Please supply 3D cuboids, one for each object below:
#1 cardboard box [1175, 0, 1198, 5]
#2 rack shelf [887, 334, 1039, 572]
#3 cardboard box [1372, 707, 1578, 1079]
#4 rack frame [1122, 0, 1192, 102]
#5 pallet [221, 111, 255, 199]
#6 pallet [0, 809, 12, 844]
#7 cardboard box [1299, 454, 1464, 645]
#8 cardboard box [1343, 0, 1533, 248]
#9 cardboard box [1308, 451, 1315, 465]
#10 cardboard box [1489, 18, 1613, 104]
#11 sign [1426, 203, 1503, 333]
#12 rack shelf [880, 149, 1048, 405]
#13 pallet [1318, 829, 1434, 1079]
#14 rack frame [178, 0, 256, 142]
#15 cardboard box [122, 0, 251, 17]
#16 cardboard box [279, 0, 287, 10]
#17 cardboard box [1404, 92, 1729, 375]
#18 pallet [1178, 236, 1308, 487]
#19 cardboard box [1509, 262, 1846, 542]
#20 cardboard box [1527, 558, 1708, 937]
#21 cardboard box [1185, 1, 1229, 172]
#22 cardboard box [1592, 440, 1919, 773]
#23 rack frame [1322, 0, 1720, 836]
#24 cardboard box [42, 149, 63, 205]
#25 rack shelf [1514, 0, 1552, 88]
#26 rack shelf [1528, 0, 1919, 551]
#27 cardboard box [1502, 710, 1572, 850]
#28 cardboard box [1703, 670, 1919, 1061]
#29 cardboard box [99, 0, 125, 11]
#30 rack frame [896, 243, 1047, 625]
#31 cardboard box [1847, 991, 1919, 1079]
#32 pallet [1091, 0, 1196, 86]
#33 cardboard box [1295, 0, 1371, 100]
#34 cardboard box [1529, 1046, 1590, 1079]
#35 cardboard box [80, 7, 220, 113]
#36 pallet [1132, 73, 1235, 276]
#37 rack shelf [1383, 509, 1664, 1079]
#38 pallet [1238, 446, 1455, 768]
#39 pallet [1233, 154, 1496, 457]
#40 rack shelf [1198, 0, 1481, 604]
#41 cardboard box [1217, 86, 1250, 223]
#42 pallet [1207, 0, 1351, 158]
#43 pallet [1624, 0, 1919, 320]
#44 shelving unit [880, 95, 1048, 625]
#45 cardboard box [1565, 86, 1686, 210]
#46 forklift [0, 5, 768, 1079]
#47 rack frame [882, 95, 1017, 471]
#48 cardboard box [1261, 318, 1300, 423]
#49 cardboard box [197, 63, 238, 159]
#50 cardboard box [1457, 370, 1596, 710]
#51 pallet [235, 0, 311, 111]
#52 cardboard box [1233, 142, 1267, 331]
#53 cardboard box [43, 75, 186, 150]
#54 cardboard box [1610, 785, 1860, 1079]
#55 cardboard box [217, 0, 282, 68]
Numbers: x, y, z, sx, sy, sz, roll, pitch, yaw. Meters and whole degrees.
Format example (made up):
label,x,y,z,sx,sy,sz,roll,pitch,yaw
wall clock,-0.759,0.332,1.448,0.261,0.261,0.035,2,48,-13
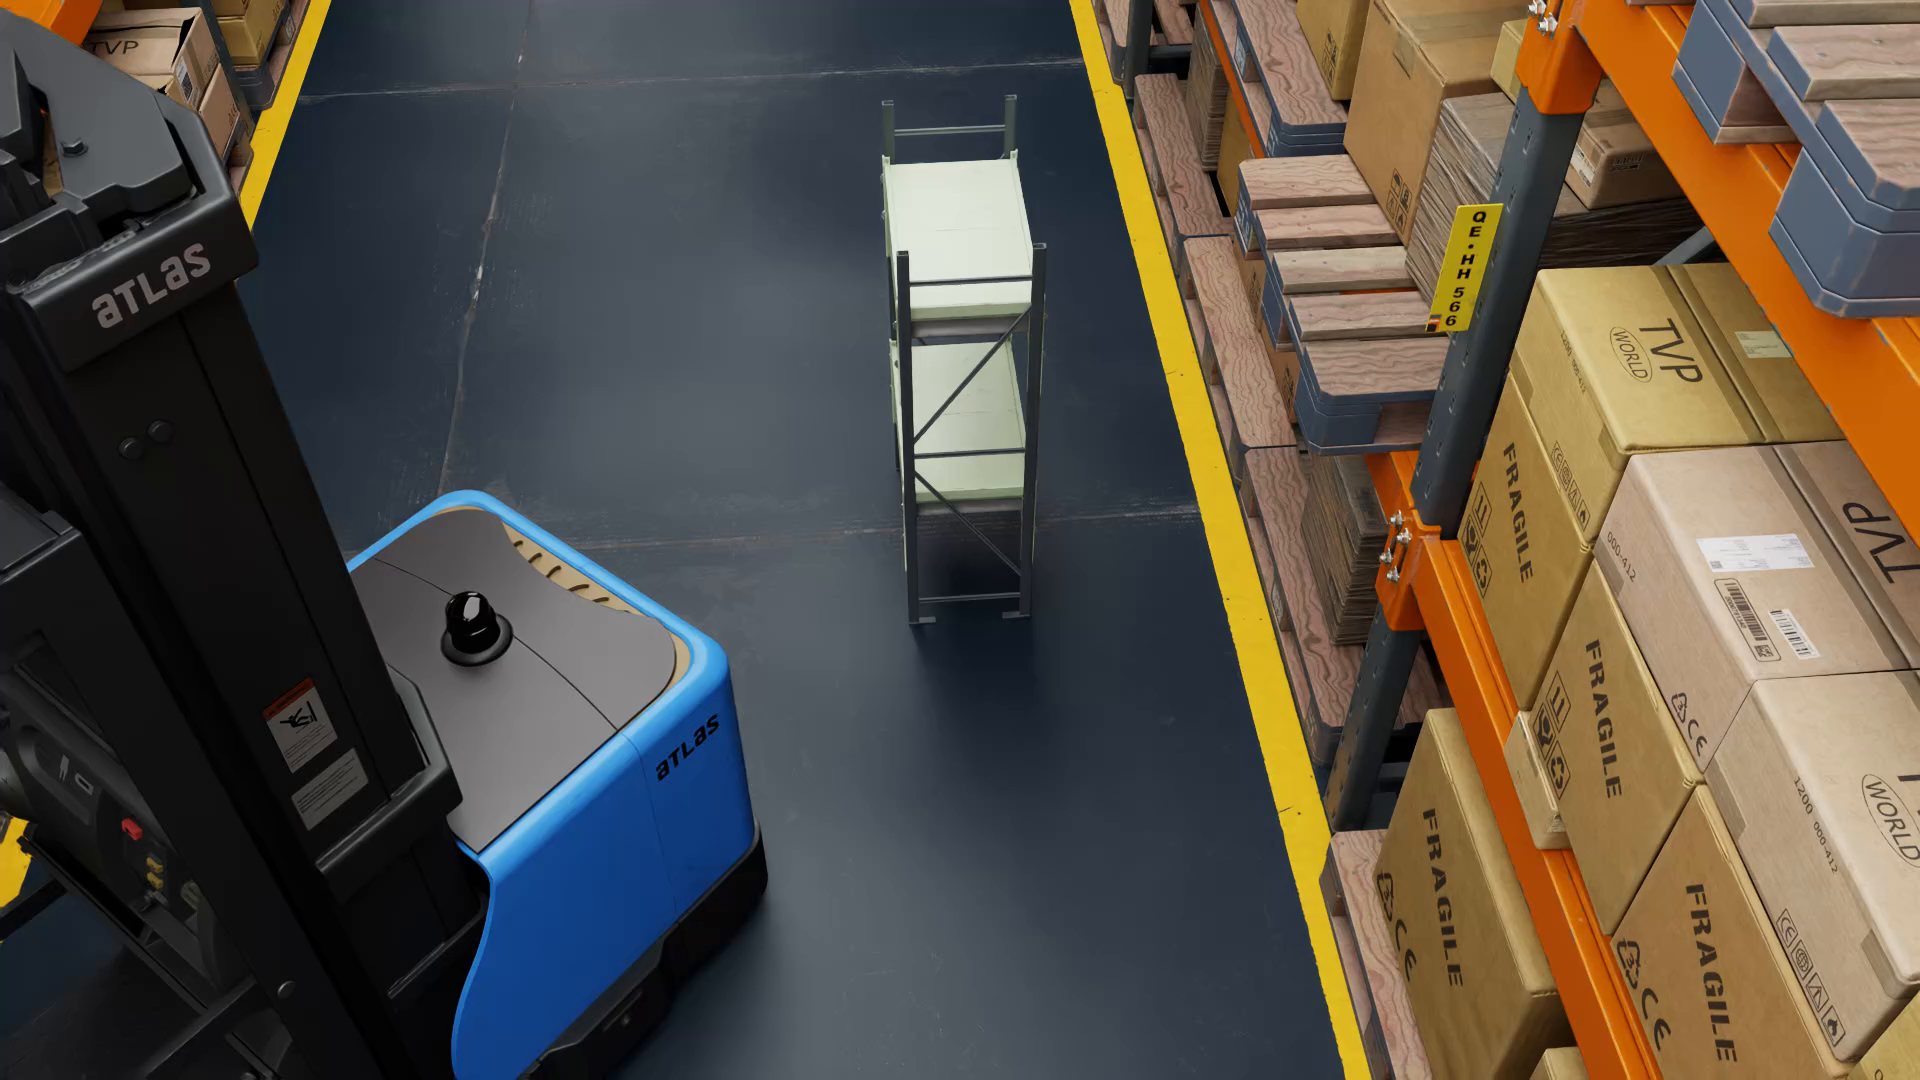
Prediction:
label,x,y,z,sx,sy,sz,roll,pitch,yaw
cardboard box,1.185,-2.689,7.879,0.380,0.166,0.250,-9,47,-8
rack shelf,-0.001,-0.296,5.447,0.431,0.370,0.720,-3,47,-3
cardboard box,1.526,0.902,4.021,0.750,0.750,0.750,-4,47,-4
rack frame,1.260,-3.127,6.646,1.000,3.000,0.127,-3,47,-3
pallet,-3.576,-1.334,6.868,1.003,0.211,1.213,-3,47,-3
pallet,-3.371,0.432,5.196,1.003,0.211,1.213,-3,47,-3
cardboard box,1.482,-0.042,5.143,0.700,0.500,0.500,-3,47,-3
cardboard box,1.472,-1.161,4.412,0.700,0.500,0.500,-7,47,-7
cardboard box,1.555,-0.422,5.503,0.700,0.500,0.500,-4,47,-3
cardboard box,1.494,-1.121,3.927,0.380,0.149,0.250,-11,47,-10
sign,1.055,-0.564,3.475,0.100,0.325,0.005,-3,47,-3
rack shelf,-0.001,-0.789,4.927,0.431,0.370,0.720,-3,47,-3
pallet,1.586,1.301,4.373,1.003,0.211,1.213,-3,47,-3
rack frame,-3.676,-2.823,6.358,1.000,3.000,0.127,-3,47,-3
cardboard box,-3.403,-2.635,7.267,0.500,0.500,0.500,-3,47,-3
cardboard box,-3.450,-2.738,7.882,0.500,0.250,0.500,-3,47,-3
cardboard box,1.545,-0.758,4.030,0.700,0.500,0.500,-8,47,-8
pallet,1.432,-0.720,6.287,1.003,0.211,1.213,-3,47,-3
cardboard box,1.378,-0.269,3.135,0.500,0.250,0.500,-2,47,-2
cardboard box,1.415,0.370,3.046,0.500,0.500,0.500,-2,47,-2
cardboard box,1.338,-1.887,6.890,0.700,0.500,0.500,-2,47,-2
cardboard box,1.422,0.099,2.787,0.500,0.250,0.500,-4,47,-4
rack frame,1.595,-0.233,3.905,1.000,3.000,0.127,-3,47,-3
cardboard box,-3.267,-1.202,6.041,0.500,0.311,0.500,-4,47,-3
rack shelf,1.427,-2.464,4.447,1.077,0.370,4.000,-3,47,-3
rack shelf,1.762,0.430,1.706,1.077,0.370,4.000,-3,47,-3
cardboard box,1.342,0.479,3.390,0.380,0.149,0.250,-2,47,-2
cardboard box,1.467,0.460,2.444,0.500,0.250,0.500,-3,47,-3
cardboard box,-3.933,-2.344,7.509,0.500,0.250,0.500,-3,47,-3
rack frame,0.030,-0.256,4.959,0.400,1.500,0.023,-3,47,-3
cardboard box,1.516,0.829,2.095,0.500,0.250,0.500,-4,47,-4
pallet,1.168,-2.652,8.116,1.003,0.211,1.213,-3,47,-3
cardboard box,1.419,-1.658,4.883,0.700,0.500,0.500,-3,47,-3
cardboard box,1.593,1.536,3.421,0.750,0.750,0.750,-4,47,-3
cardboard box,-3.357,-1.939,6.739,0.500,0.311,0.500,-3,47,-3
pallet,1.327,-1.605,7.125,1.003,0.211,1.213,-3,47,-3
rack shelf,1.762,1.461,2.795,1.077,0.370,4.000,-3,47,-3
pallet,1.531,0.160,5.453,1.003,0.211,1.213,-3,47,-3
pallet,1.429,-0.676,4.457,1.213,0.211,1.003,-3,47,-3
rack shelf,1.427,-1.433,5.536,1.077,0.370,4.000,-3,47,-3
cardboard box,1.431,-1.516,6.539,0.700,0.500,0.500,-4,47,-4
pallet,1.388,-1.597,5.328,1.003,0.211,1.213,-3,47,-3
pallet,1.702,-0.737,2.446,1.213,0.211,1.003,-2,47,-1
shelving unit,-0.001,-0.521,5.210,0.431,1.500,0.755,-3,47,-3
cardboard box,1.536,-0.889,3.708,0.380,0.149,0.250,-9,47,-8
forklift,-1.847,0.631,3.134,1.130,2.935,3.031,29,53,25
rack frame,-0.031,-0.785,5.461,0.400,1.500,0.023,-3,47,-3
cardboard box,1.485,-0.780,5.841,0.700,0.500,0.500,-4,47,-4
cardboard box,-3.353,-1.740,6.936,0.500,0.250,0.500,-4,47,-4
cardboard box,1.380,-0.010,3.406,0.500,0.500,0.500,-2,47,-2
pallet,-3.701,-2.442,7.918,1.003,0.211,1.213,-3,47,-3
cardboard box,1.434,-1.145,6.187,0.700,0.500,0.500,-3,47,-3
cardboard box,-3.307,-1.563,6.383,0.500,0.311,0.500,-2,47,-2
cardboard box,1.455,0.729,2.706,0.500,0.500,0.500,-4,47,-3
cardboard box,-3.413,-2.376,7.539,0.500,0.250,0.500,-3,47,-3
